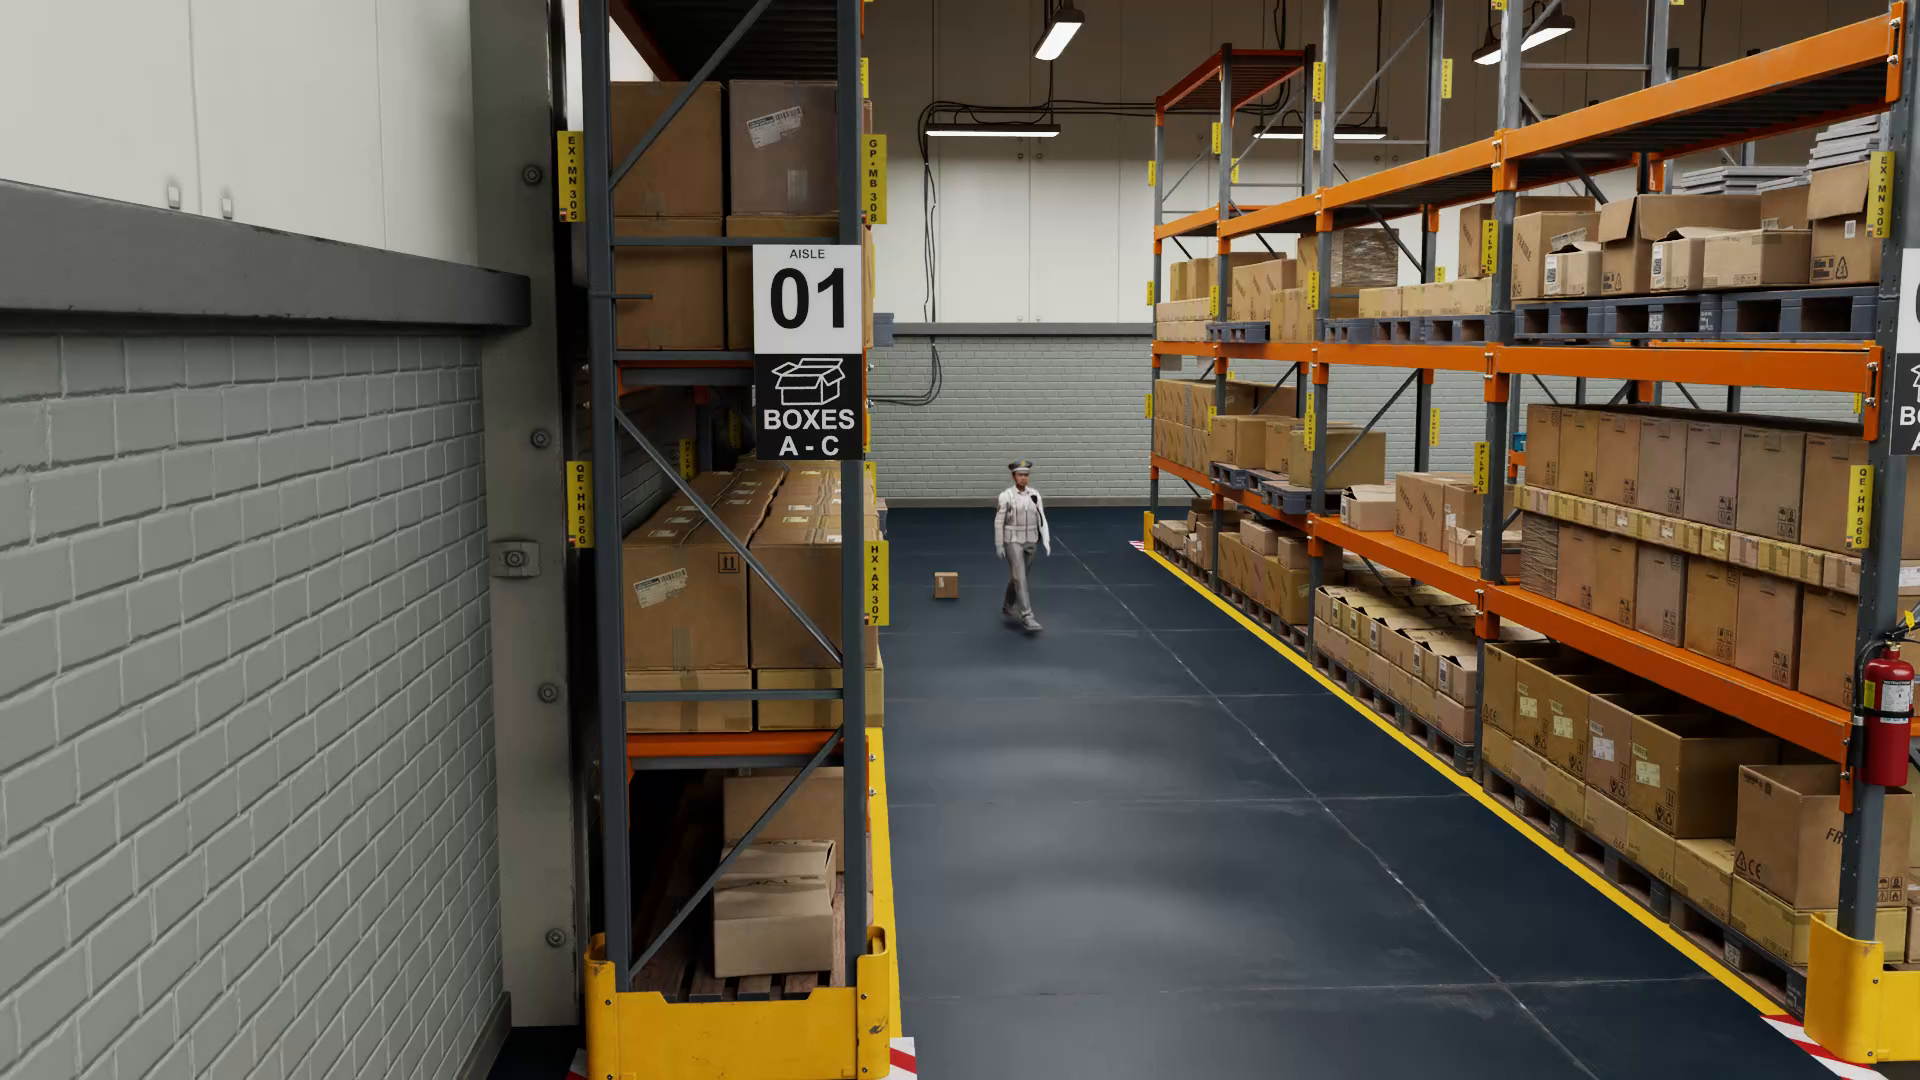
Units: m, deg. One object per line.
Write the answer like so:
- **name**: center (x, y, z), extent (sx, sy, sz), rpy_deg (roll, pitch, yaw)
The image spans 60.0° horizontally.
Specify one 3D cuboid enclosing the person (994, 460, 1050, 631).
- **person**: center (0.634, 0.021, 16.343), extent (0.496, 1.621, 1.020), rpy_deg (-3, 8, -25)
